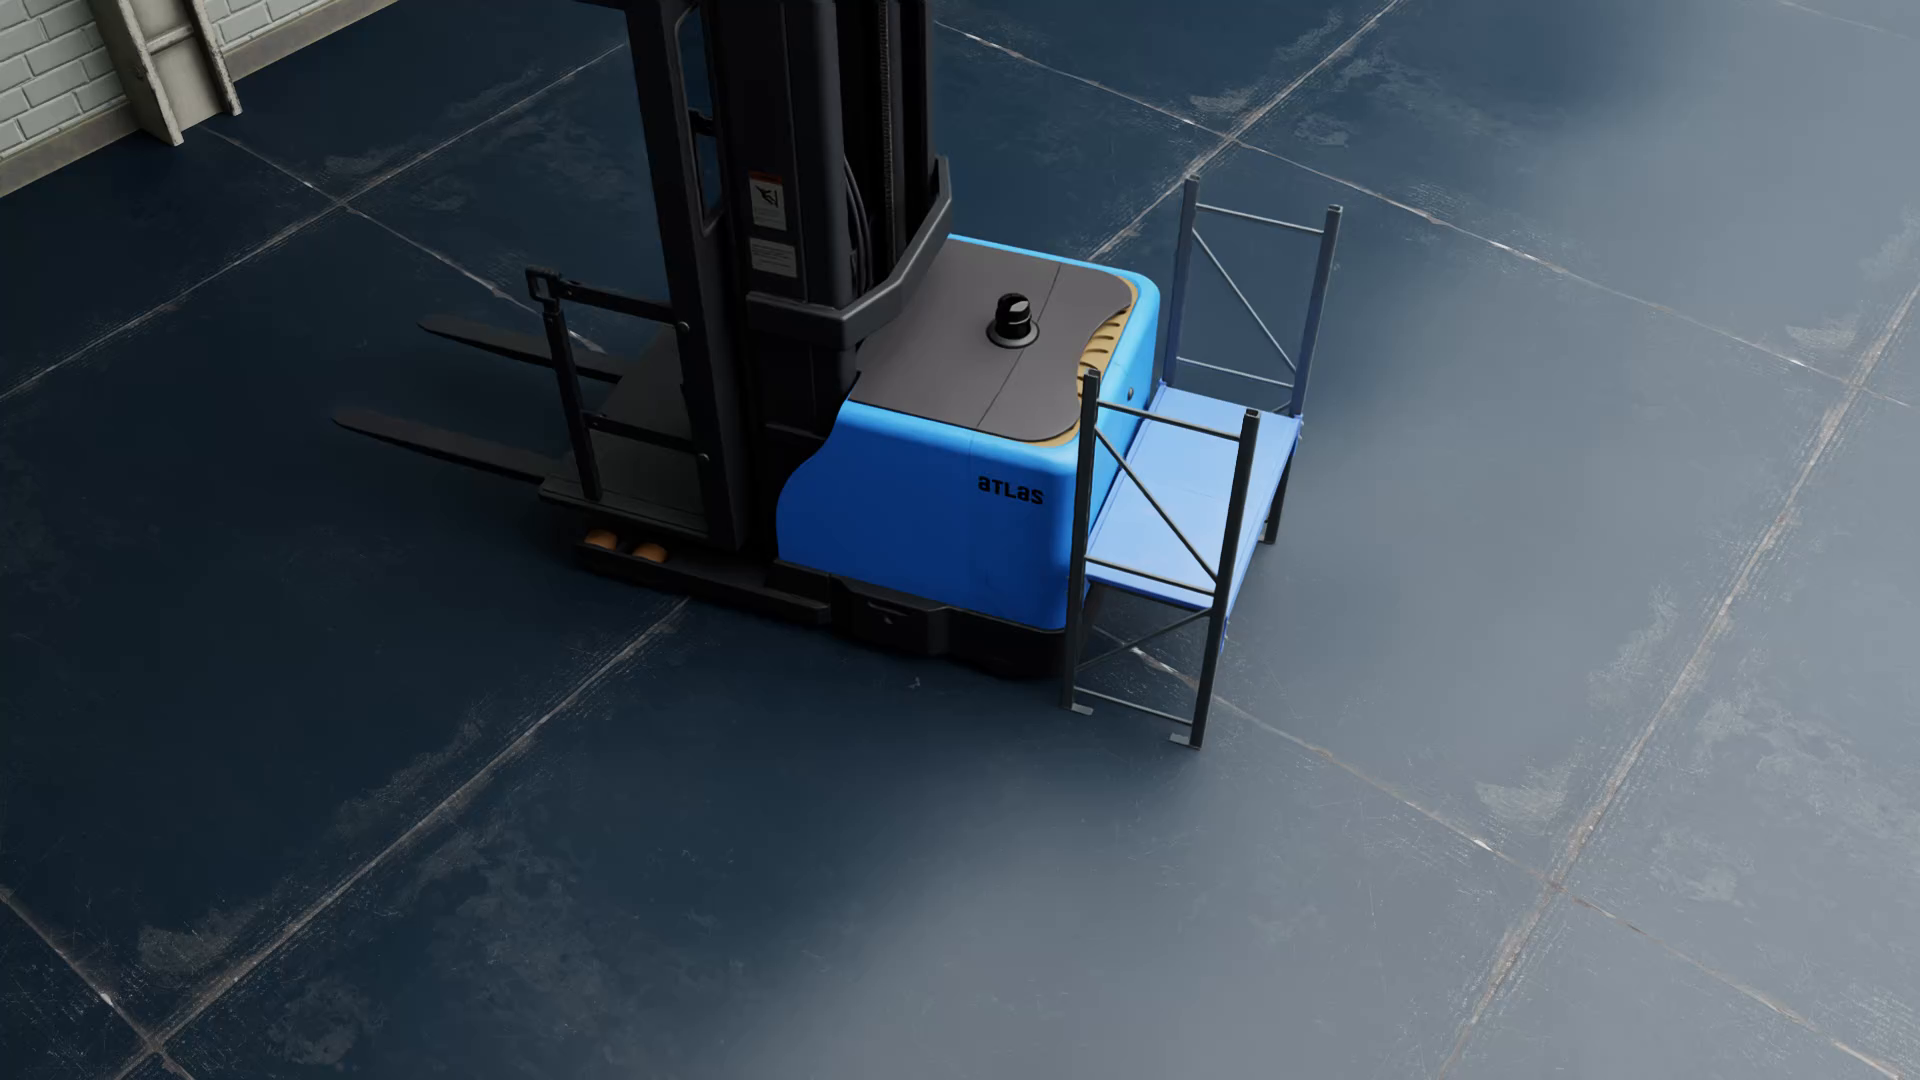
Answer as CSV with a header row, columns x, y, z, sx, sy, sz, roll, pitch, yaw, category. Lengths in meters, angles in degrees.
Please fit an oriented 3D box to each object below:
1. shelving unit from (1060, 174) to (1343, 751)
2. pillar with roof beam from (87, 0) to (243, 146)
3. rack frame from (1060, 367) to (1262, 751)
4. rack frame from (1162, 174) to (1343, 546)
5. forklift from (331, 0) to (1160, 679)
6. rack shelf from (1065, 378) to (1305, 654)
x,y,z,sx,sy,sz,roll,pitch,yaw,category
0.767,-0.230,5.432,0.538,1.500,1.048,16,48,15,shelving unit
-0.409,-3.297,3.176,9.100,9.000,0.400,29,53,25,pillar with roof beam
0.581,0.112,5.106,0.500,1.500,0.032,16,48,15,rack frame
0.952,-0.572,5.759,0.500,1.500,0.032,16,48,15,rack frame
-0.882,-1.188,5.358,3.031,2.935,1.130,14,48,13,forklift
0.767,-0.106,5.562,0.538,0.185,1.000,16,48,15,rack shelf
